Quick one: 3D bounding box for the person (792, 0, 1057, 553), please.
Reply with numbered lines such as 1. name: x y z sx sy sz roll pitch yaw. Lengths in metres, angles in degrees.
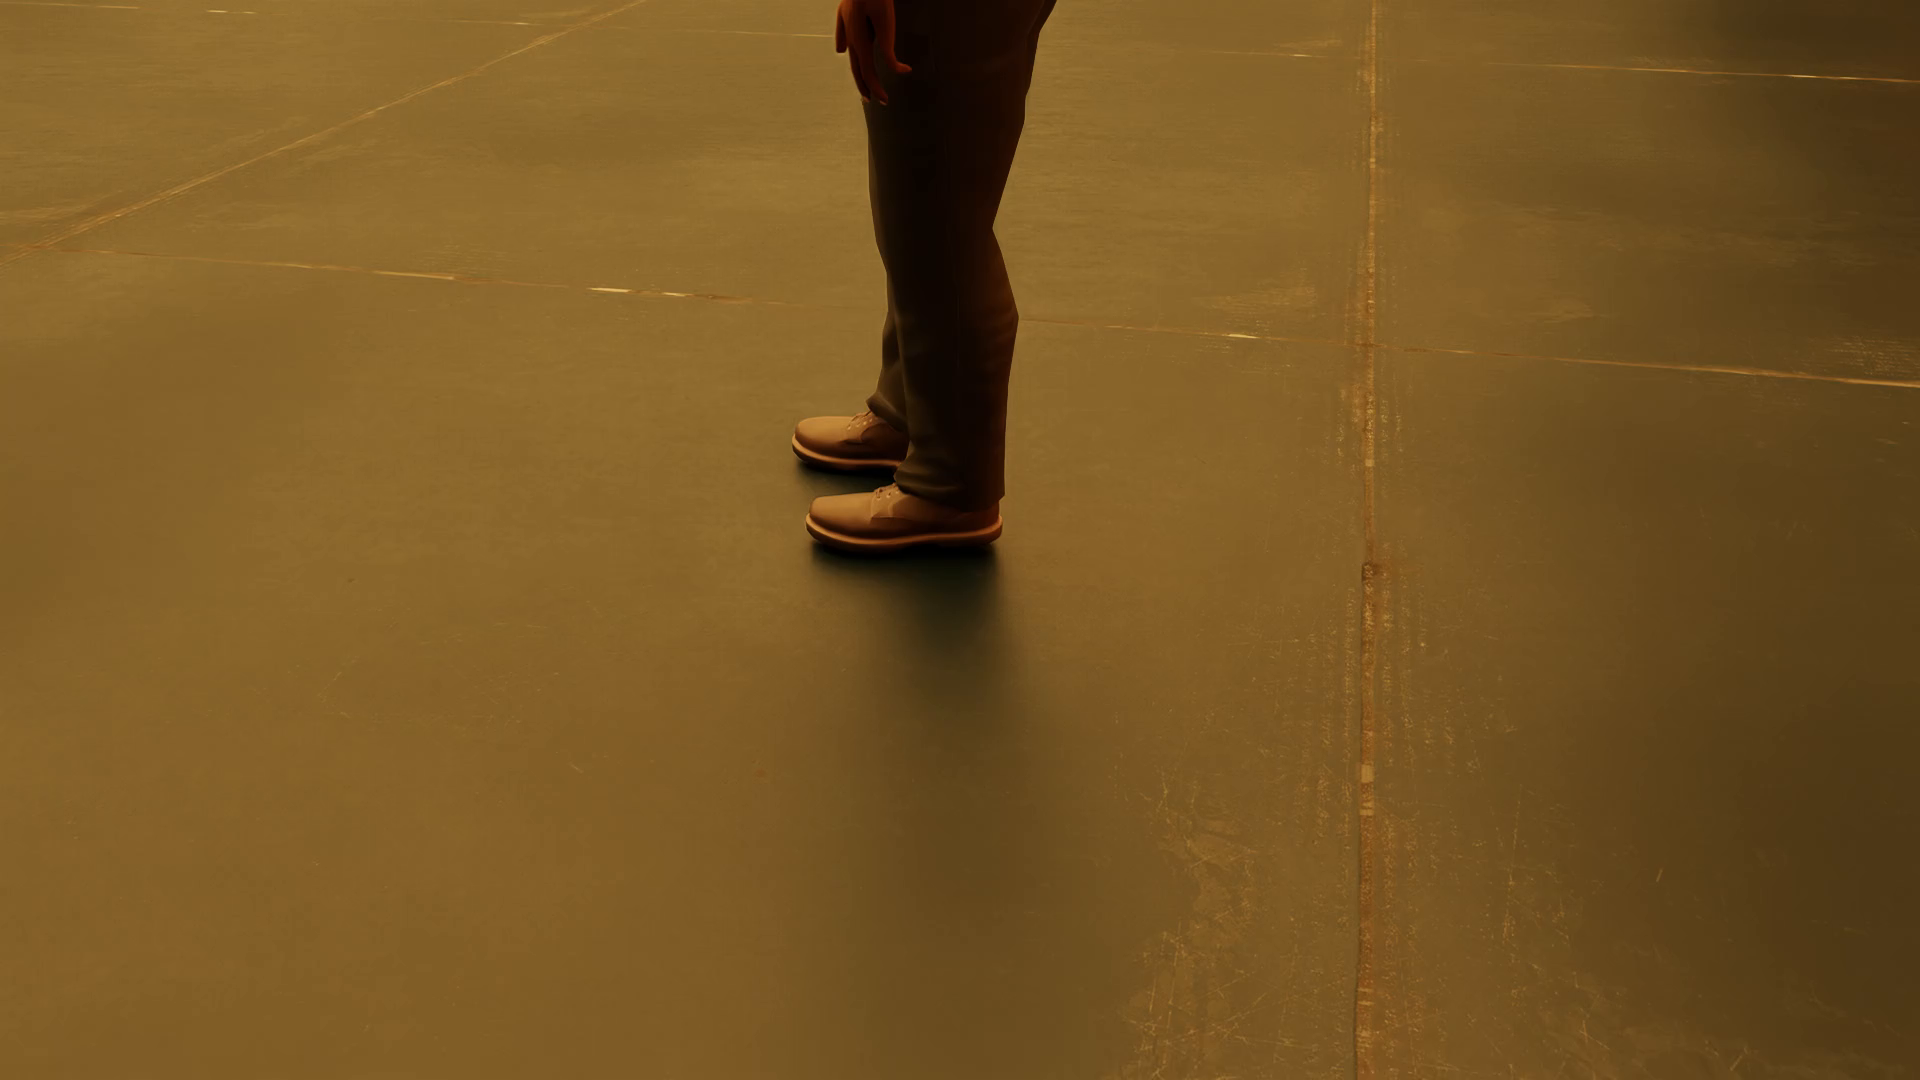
1. person: -0.081 -0.757 2.162 0.503 1.642 0.569 6 27 11
